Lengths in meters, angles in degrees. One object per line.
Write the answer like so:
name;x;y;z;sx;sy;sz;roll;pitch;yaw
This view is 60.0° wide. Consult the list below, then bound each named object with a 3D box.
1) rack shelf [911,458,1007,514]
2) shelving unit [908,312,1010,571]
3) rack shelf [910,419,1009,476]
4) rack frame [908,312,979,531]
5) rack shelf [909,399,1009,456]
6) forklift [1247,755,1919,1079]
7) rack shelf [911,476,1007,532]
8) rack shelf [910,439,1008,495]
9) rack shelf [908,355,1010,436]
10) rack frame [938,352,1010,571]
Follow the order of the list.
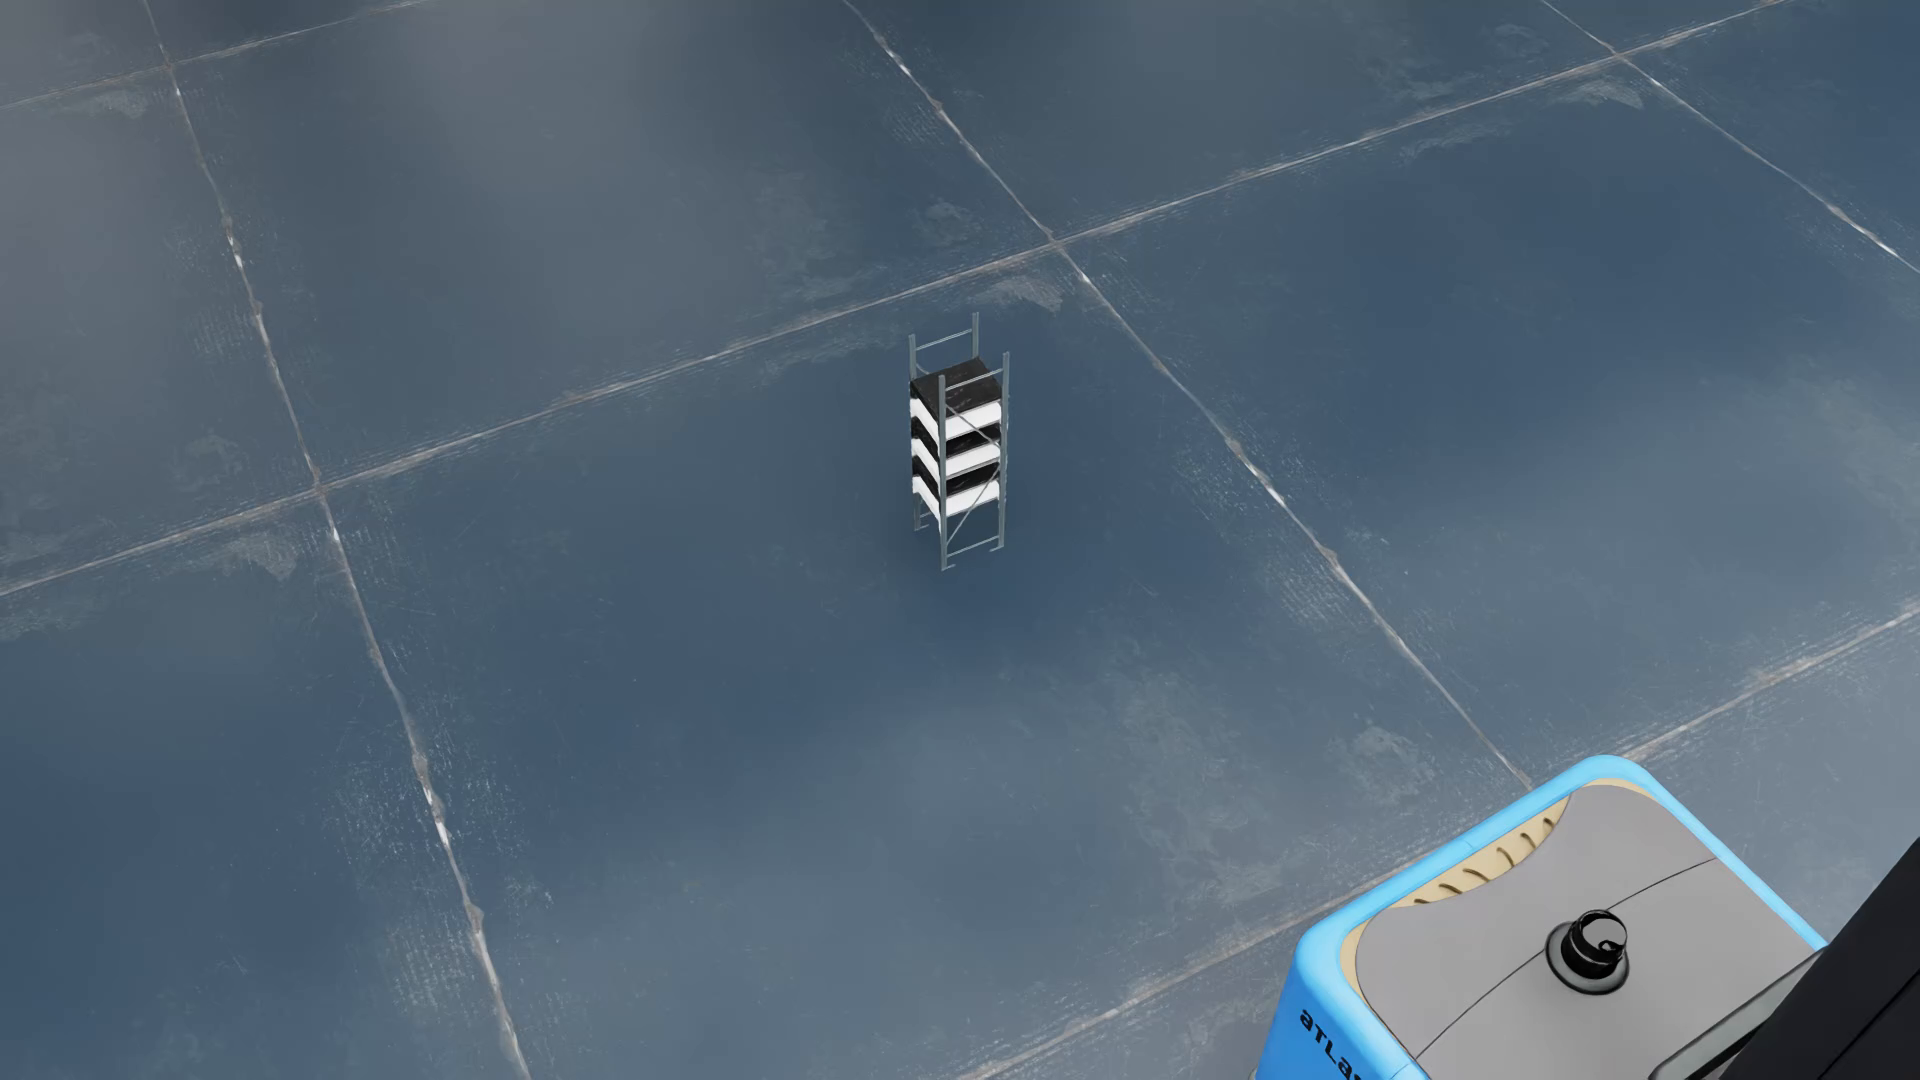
rack shelf;-0.004;-0.221;5.509;0.258;0.077;0.200;-21;52;-18
shelving unit;-0.004;-0.302;5.416;0.258;0.900;0.210;-21;52;-18
rack shelf;-0.004;-0.339;5.373;0.258;0.077;0.200;-21;52;-18
rack frame;-0.050;-0.370;5.476;0.240;0.900;0.006;-21;52;-18
rack shelf;-0.004;-0.398;5.306;0.258;0.077;0.200;-21;52;-18
forklift;1.910;1.359;2.614;1.130;2.935;3.031;-25;53;-20
rack shelf;-0.004;-0.161;5.577;0.258;0.077;0.200;-21;52;-18
rack shelf;-0.004;-0.280;5.441;0.258;0.077;0.200;-21;52;-18
rack shelf;-0.004;-0.458;5.238;0.258;0.077;0.200;-21;52;-18
rack frame;0.043;-0.234;5.357;0.240;0.900;0.006;-21;52;-18
